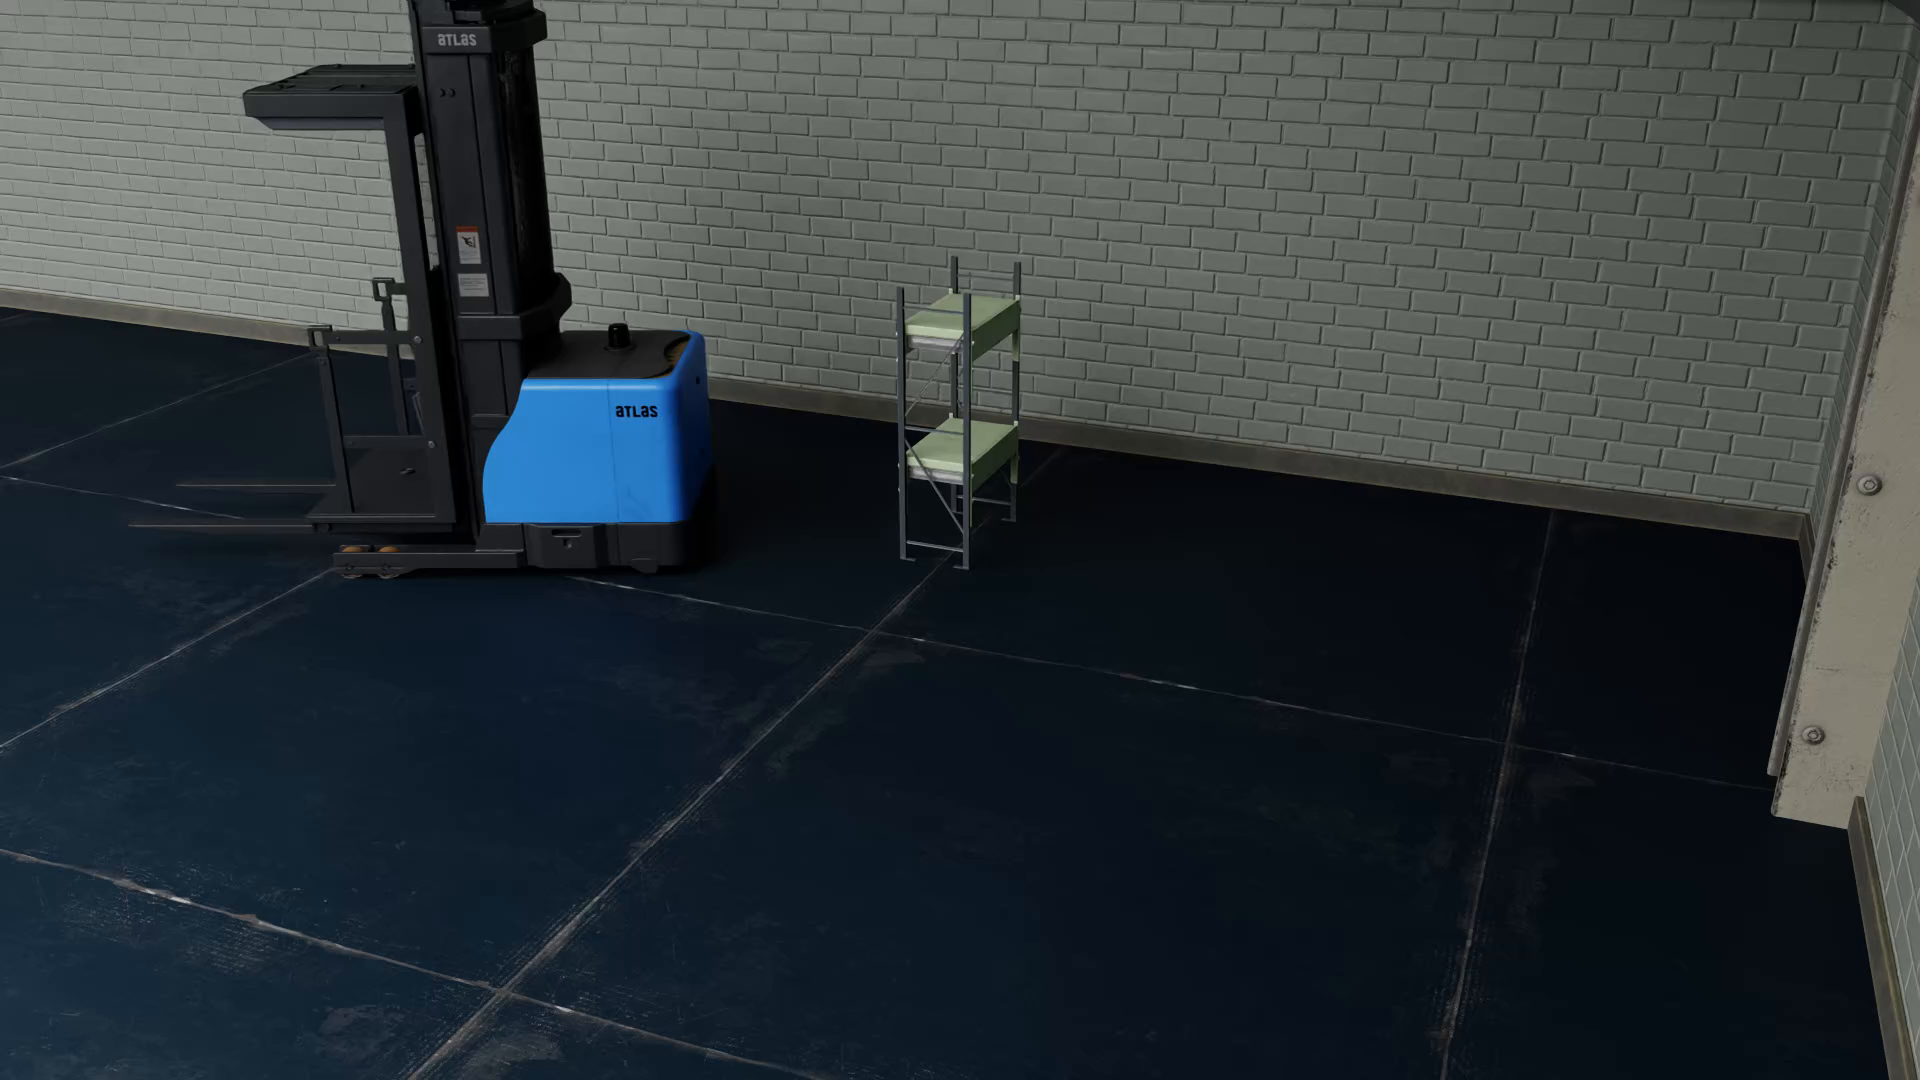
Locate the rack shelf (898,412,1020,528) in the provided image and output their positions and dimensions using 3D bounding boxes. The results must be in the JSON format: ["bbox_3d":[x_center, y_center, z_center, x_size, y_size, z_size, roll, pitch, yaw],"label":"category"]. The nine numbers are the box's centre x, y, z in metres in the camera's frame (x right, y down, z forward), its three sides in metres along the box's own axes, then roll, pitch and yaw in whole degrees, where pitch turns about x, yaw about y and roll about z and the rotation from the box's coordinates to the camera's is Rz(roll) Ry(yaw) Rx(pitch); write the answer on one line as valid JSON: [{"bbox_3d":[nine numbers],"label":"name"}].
[{"bbox_3d":[0.002,-0.394,9.092,0.431,0.370,0.720,9,24,20],"label":"rack shelf"}]

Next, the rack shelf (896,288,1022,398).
[{"bbox_3d":[0.002,-1.055,8.816,0.431,0.370,0.720,9,24,20],"label":"rack shelf"}]

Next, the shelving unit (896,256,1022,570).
[{"bbox_3d":[0.002,-0.694,8.967,0.431,1.500,0.755,9,24,20],"label":"shelving unit"}]

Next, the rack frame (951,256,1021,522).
[{"bbox_3d":[0.138,-0.825,9.280,0.400,1.500,0.023,9,24,20],"label":"rack frame"}]

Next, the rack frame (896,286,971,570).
[{"bbox_3d":[-0.133,-0.563,8.653,0.400,1.500,0.023,9,24,20],"label":"rack frame"}]

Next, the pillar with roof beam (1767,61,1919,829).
[{"bbox_3d":[-0.546,-3.721,6.483,9.100,9.000,0.400,9,24,20],"label":"pillar with roof beam"}]

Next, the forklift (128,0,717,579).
[{"bbox_3d":[-2.920,-1.353,8.685,3.031,2.935,1.130,0,23,0],"label":"forklift"}]
